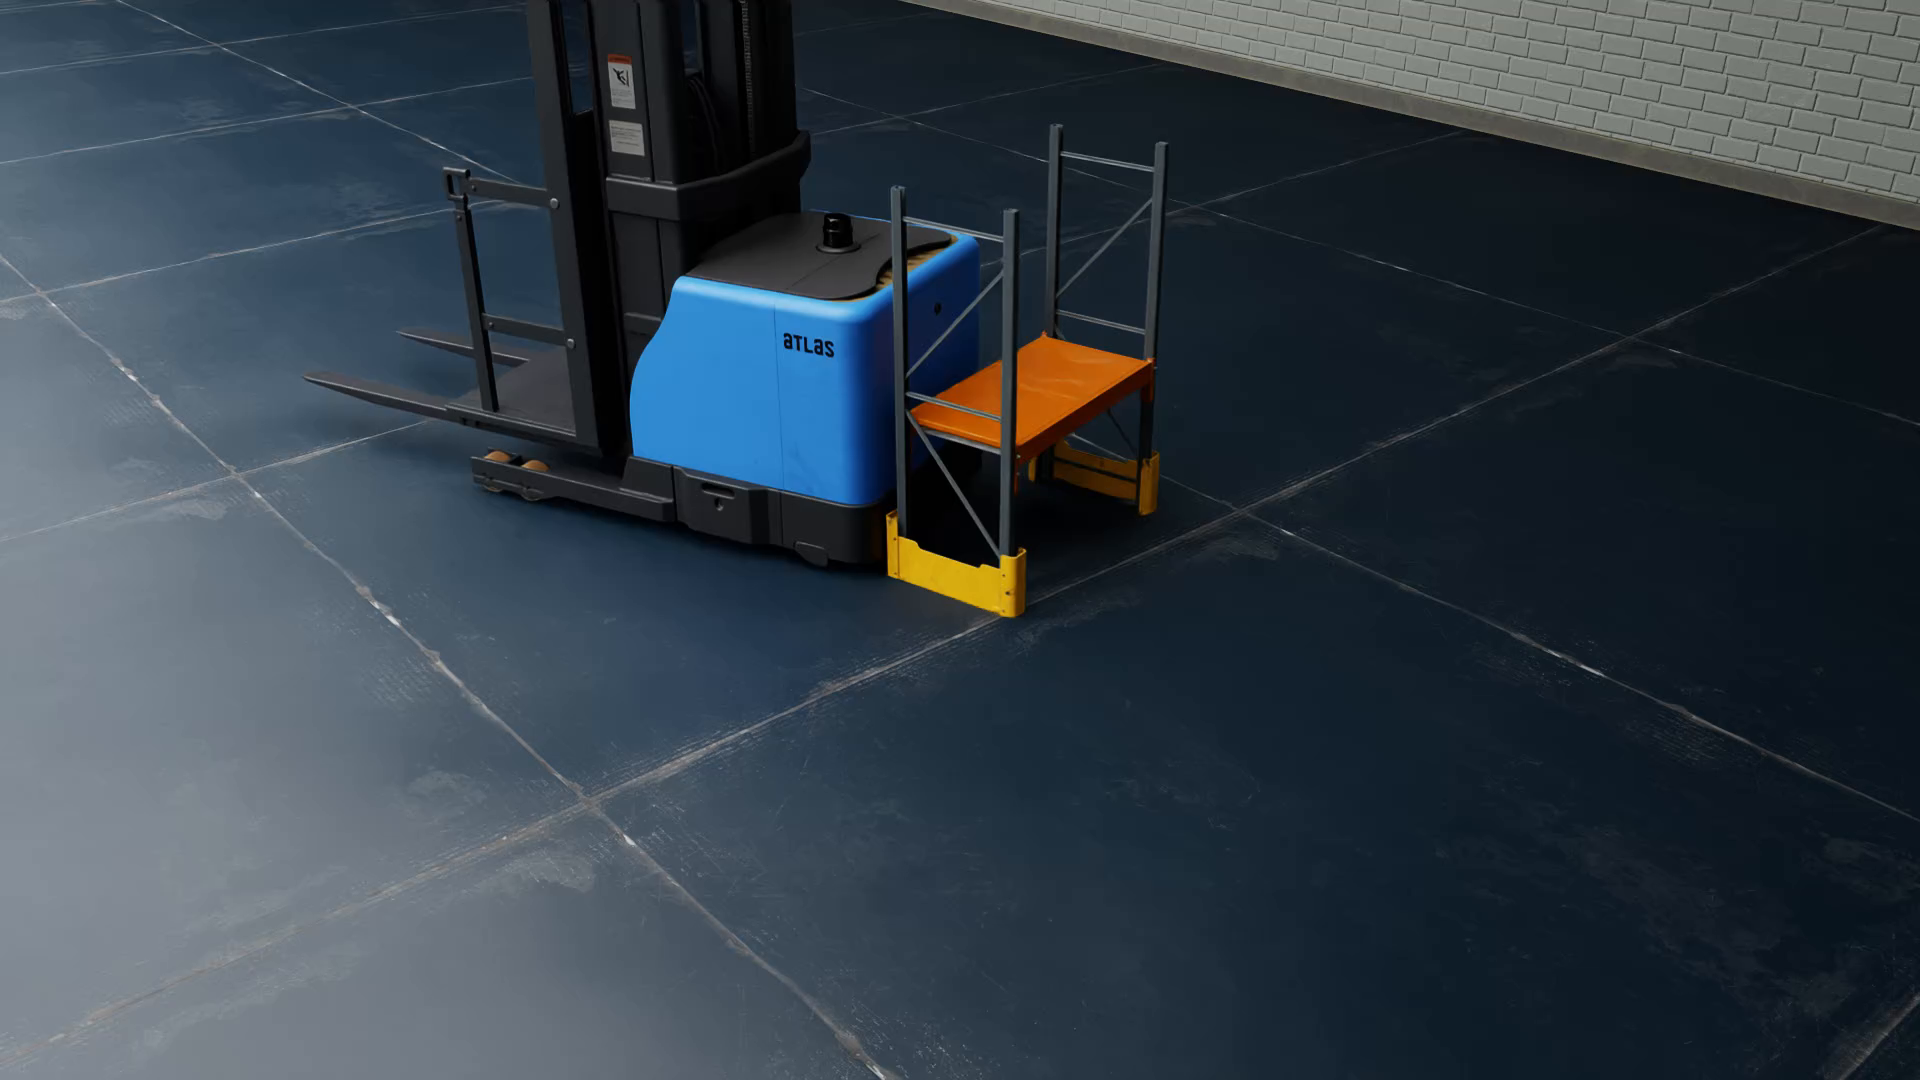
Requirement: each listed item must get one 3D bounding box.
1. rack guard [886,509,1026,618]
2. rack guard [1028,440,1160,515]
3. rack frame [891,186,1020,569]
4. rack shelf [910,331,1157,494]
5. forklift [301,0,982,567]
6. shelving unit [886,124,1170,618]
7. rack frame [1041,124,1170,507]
[{"bbox_3d":[-0.020,0.084,6.148,0.587,0.250,0.087,18,33,30],"label":"rack guard"},{"bbox_3d":[0.547,-0.303,6.871,0.587,0.250,0.087,18,33,30],"label":"rack guard"},{"bbox_3d":[-0.020,-0.467,5.852,0.500,1.500,0.032,18,33,30],"label":"rack frame"},{"bbox_3d":[0.269,-0.506,6.306,0.538,0.185,1.000,18,33,30],"label":"rack shelf"},{"bbox_3d":[-1.461,-1.660,6.566,3.031,2.935,1.130,13,31,23],"label":"forklift"},{"bbox_3d":[0.264,-0.661,6.215,0.587,1.500,1.083,18,33,30],"label":"shelving unit"},{"bbox_3d":[0.558,-0.861,6.590,0.500,1.500,0.032,18,33,30],"label":"rack frame"}]
